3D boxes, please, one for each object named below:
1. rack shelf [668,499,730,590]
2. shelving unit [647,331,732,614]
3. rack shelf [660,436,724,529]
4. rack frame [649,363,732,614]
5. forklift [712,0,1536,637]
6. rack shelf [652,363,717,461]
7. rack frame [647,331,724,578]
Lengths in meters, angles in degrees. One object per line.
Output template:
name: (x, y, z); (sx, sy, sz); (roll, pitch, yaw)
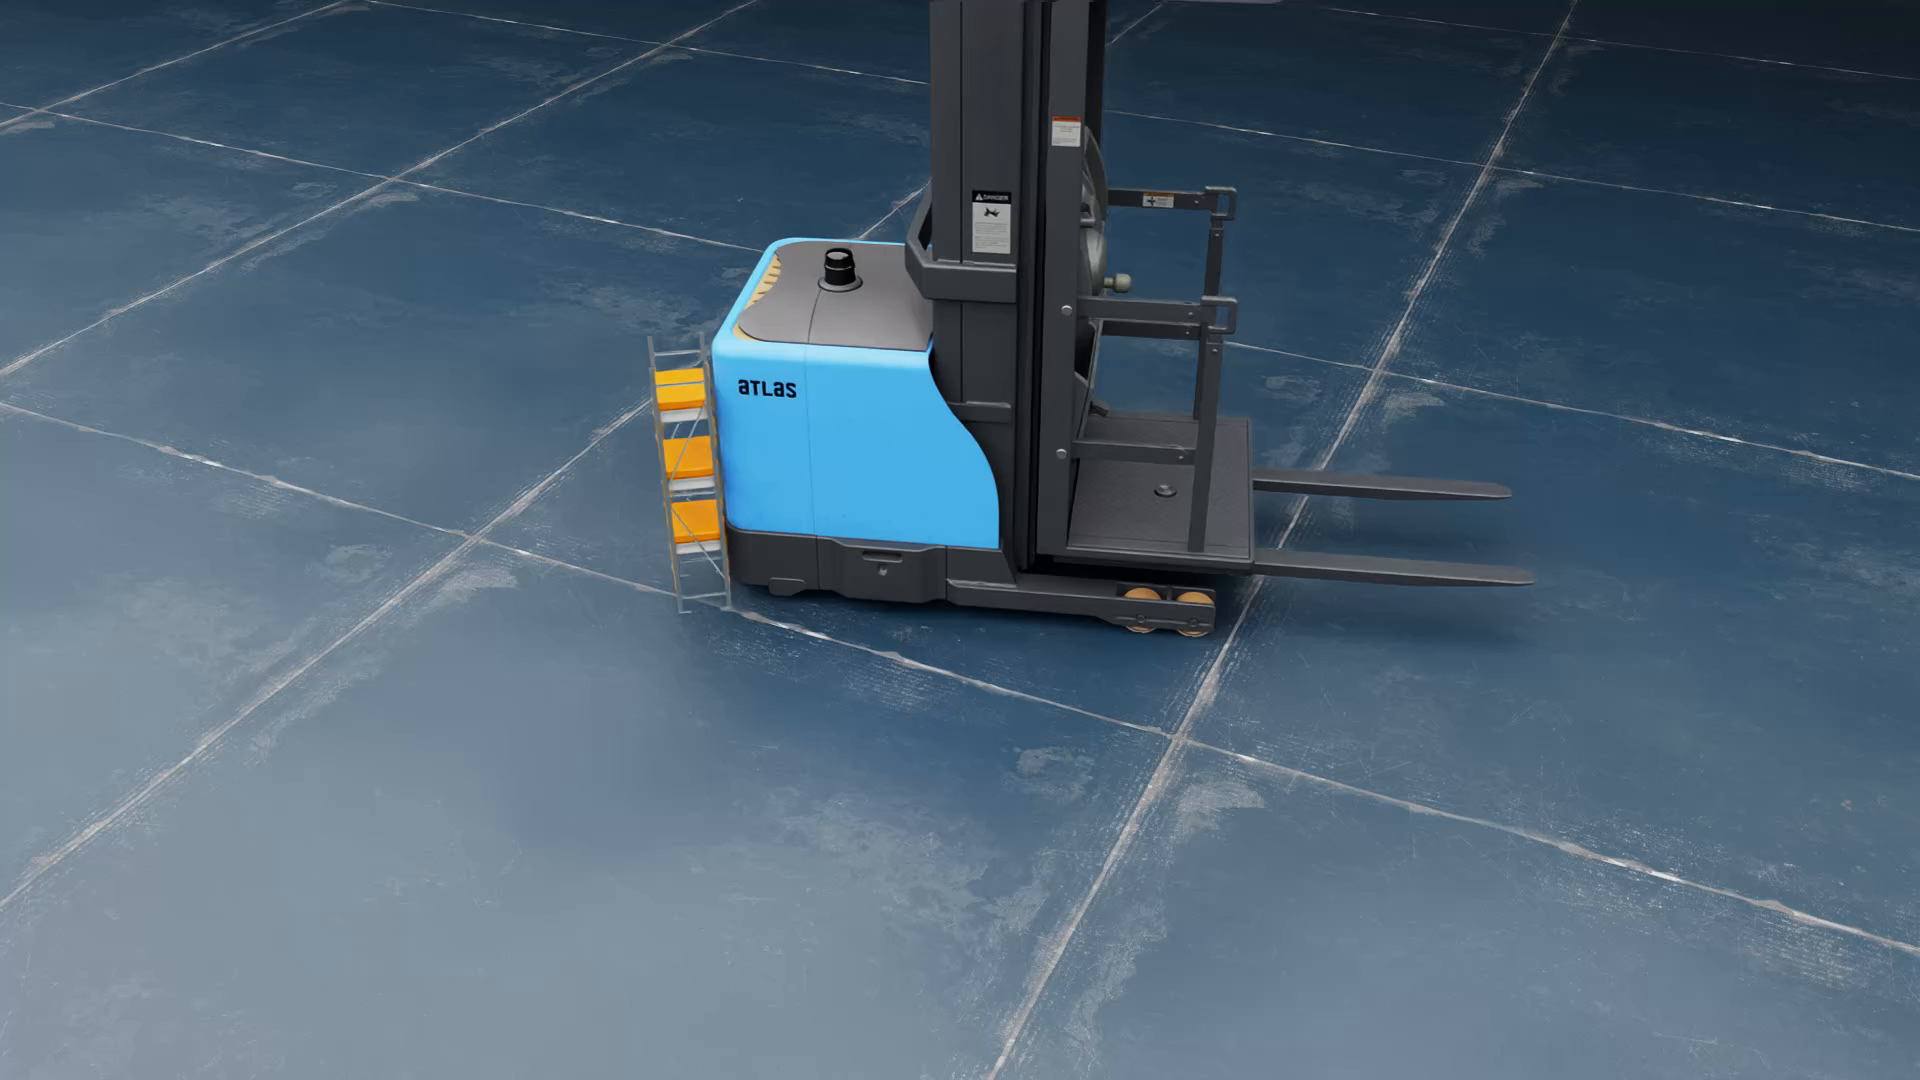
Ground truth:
rack shelf: (-0.992, 0.007, 6.305); (0.215, 0.259, 0.240); (-6, 34, -8)
shelving unit: (-0.994, -0.233, 6.145); (0.215, 1.050, 0.252); (-6, 34, -8)
rack shelf: (-0.994, -0.225, 6.151); (0.215, 0.259, 0.240); (-6, 34, -8)
rack frame: (-0.973, -0.167, 6.045); (0.200, 1.050, 0.008); (-6, 34, -8)
forklift: (0.660, -1.176, 5.871); (3.031, 2.935, 1.130); (4, 33, 6)
rack shelf: (-0.996, -0.461, 5.994); (0.215, 0.259, 0.240); (-6, 34, -8)
rack frame: (-1.016, -0.300, 6.245); (0.200, 1.050, 0.008); (-6, 34, -8)
